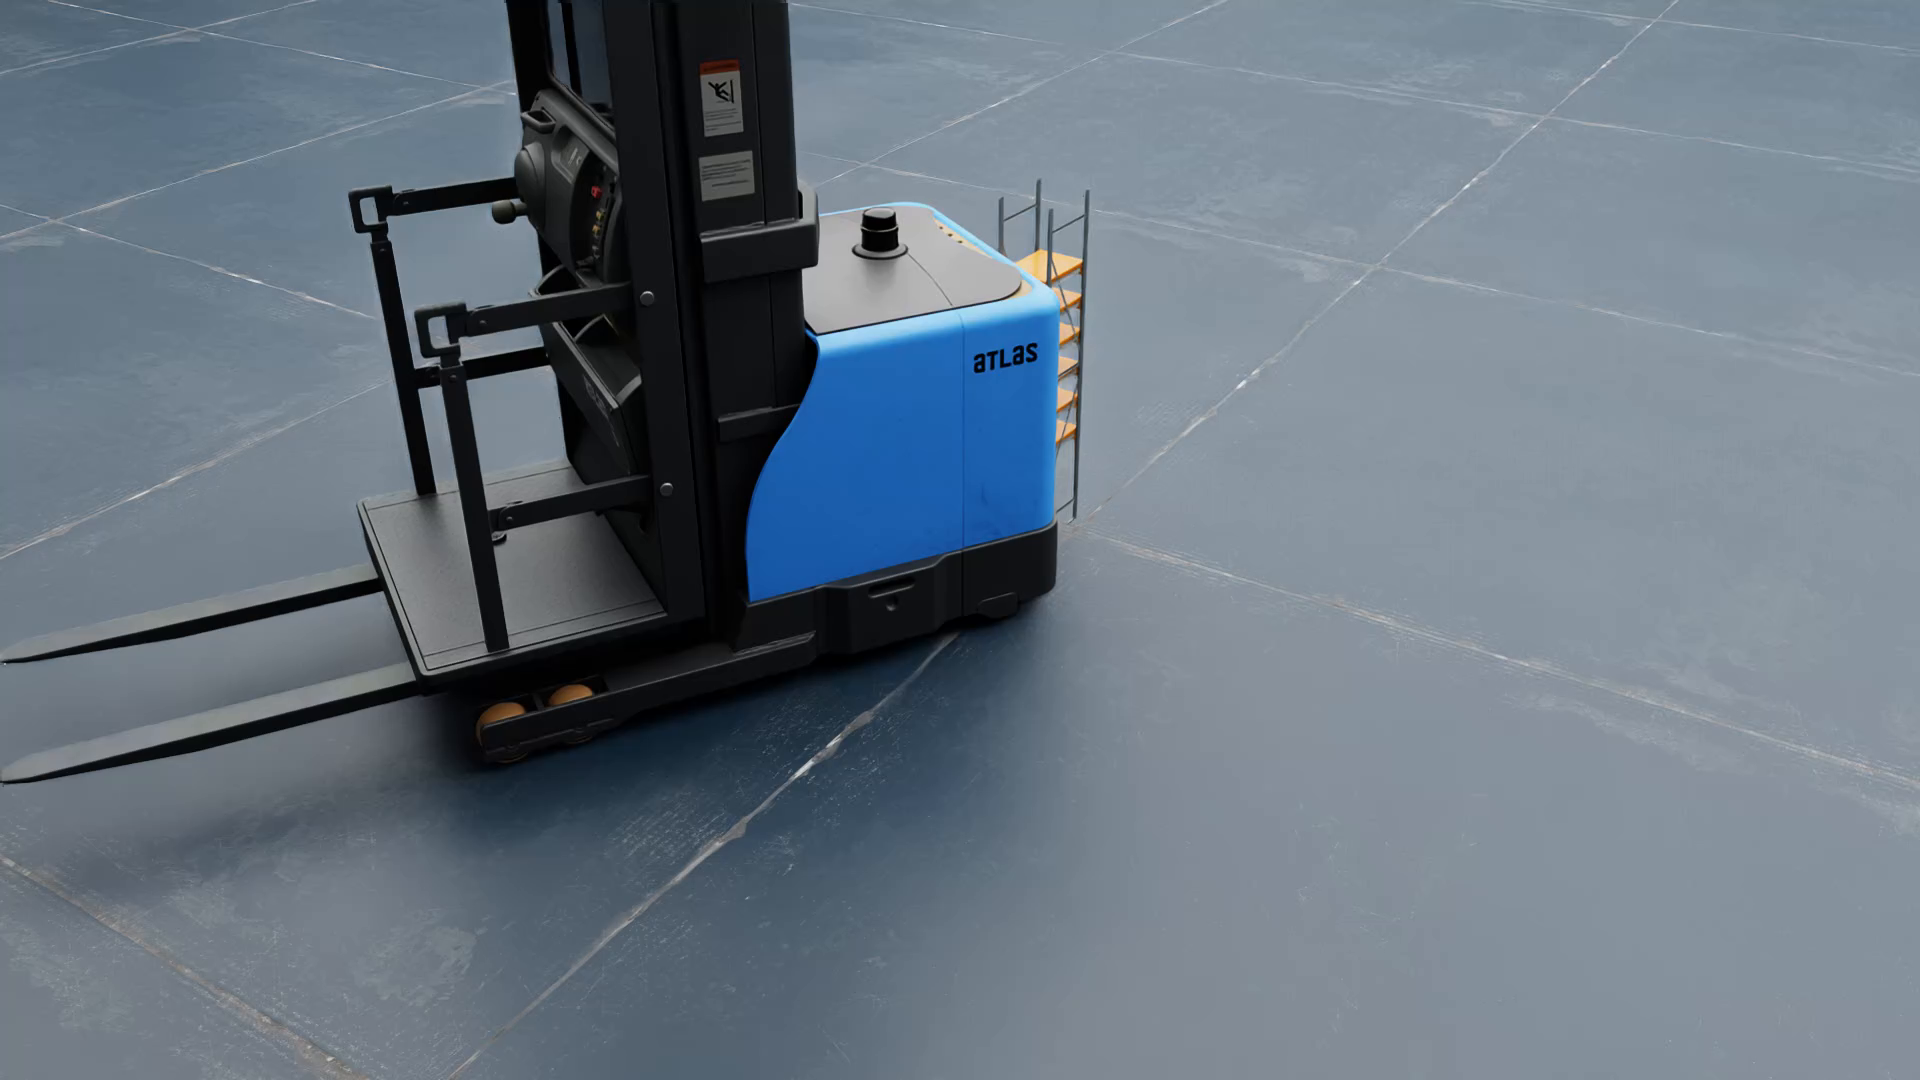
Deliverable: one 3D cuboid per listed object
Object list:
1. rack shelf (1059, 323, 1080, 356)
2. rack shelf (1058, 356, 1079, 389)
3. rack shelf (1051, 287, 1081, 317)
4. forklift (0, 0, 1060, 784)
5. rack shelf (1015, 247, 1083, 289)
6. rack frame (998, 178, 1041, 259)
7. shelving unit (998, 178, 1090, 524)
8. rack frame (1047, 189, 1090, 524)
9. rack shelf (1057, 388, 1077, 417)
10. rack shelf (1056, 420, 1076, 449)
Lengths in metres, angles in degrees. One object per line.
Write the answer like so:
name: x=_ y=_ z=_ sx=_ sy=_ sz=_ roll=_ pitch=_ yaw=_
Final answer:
rack shelf: x=0.268 y=-0.639 z=5.505 sx=0.180 sy=0.103 sz=0.258 roll=19 pitch=35 yaw=29
rack shelf: x=0.268 y=-0.536 z=5.566 sx=0.180 sy=0.103 sz=0.258 roll=19 pitch=35 yaw=29
rack shelf: x=0.268 y=-0.743 z=5.445 sx=0.180 sy=0.103 sz=0.258 roll=19 pitch=35 yaw=29
forklift: x=-1.243 y=-0.944 z=4.460 sx=3.031 sy=2.935 sz=1.130 roll=-14 pitch=33 yaw=-23
rack shelf: x=0.268 y=-0.847 z=5.384 sx=0.180 sy=0.103 sz=0.258 roll=19 pitch=35 yaw=29
rack frame: x=0.192 y=-0.600 z=5.588 sx=0.006 sy=1.200 sz=0.240 roll=19 pitch=35 yaw=29
shelving unit: x=0.268 y=-0.574 z=5.543 sx=0.189 sy=1.200 sz=0.258 roll=19 pitch=35 yaw=29
rack frame: x=0.343 y=-0.548 z=5.498 sx=0.006 sy=1.200 sz=0.240 roll=19 pitch=35 yaw=29
rack shelf: x=0.268 y=-0.432 z=5.626 sx=0.180 sy=0.103 sz=0.258 roll=19 pitch=35 yaw=29
rack shelf: x=0.268 y=-0.328 z=5.687 sx=0.180 sy=0.103 sz=0.258 roll=19 pitch=35 yaw=29
